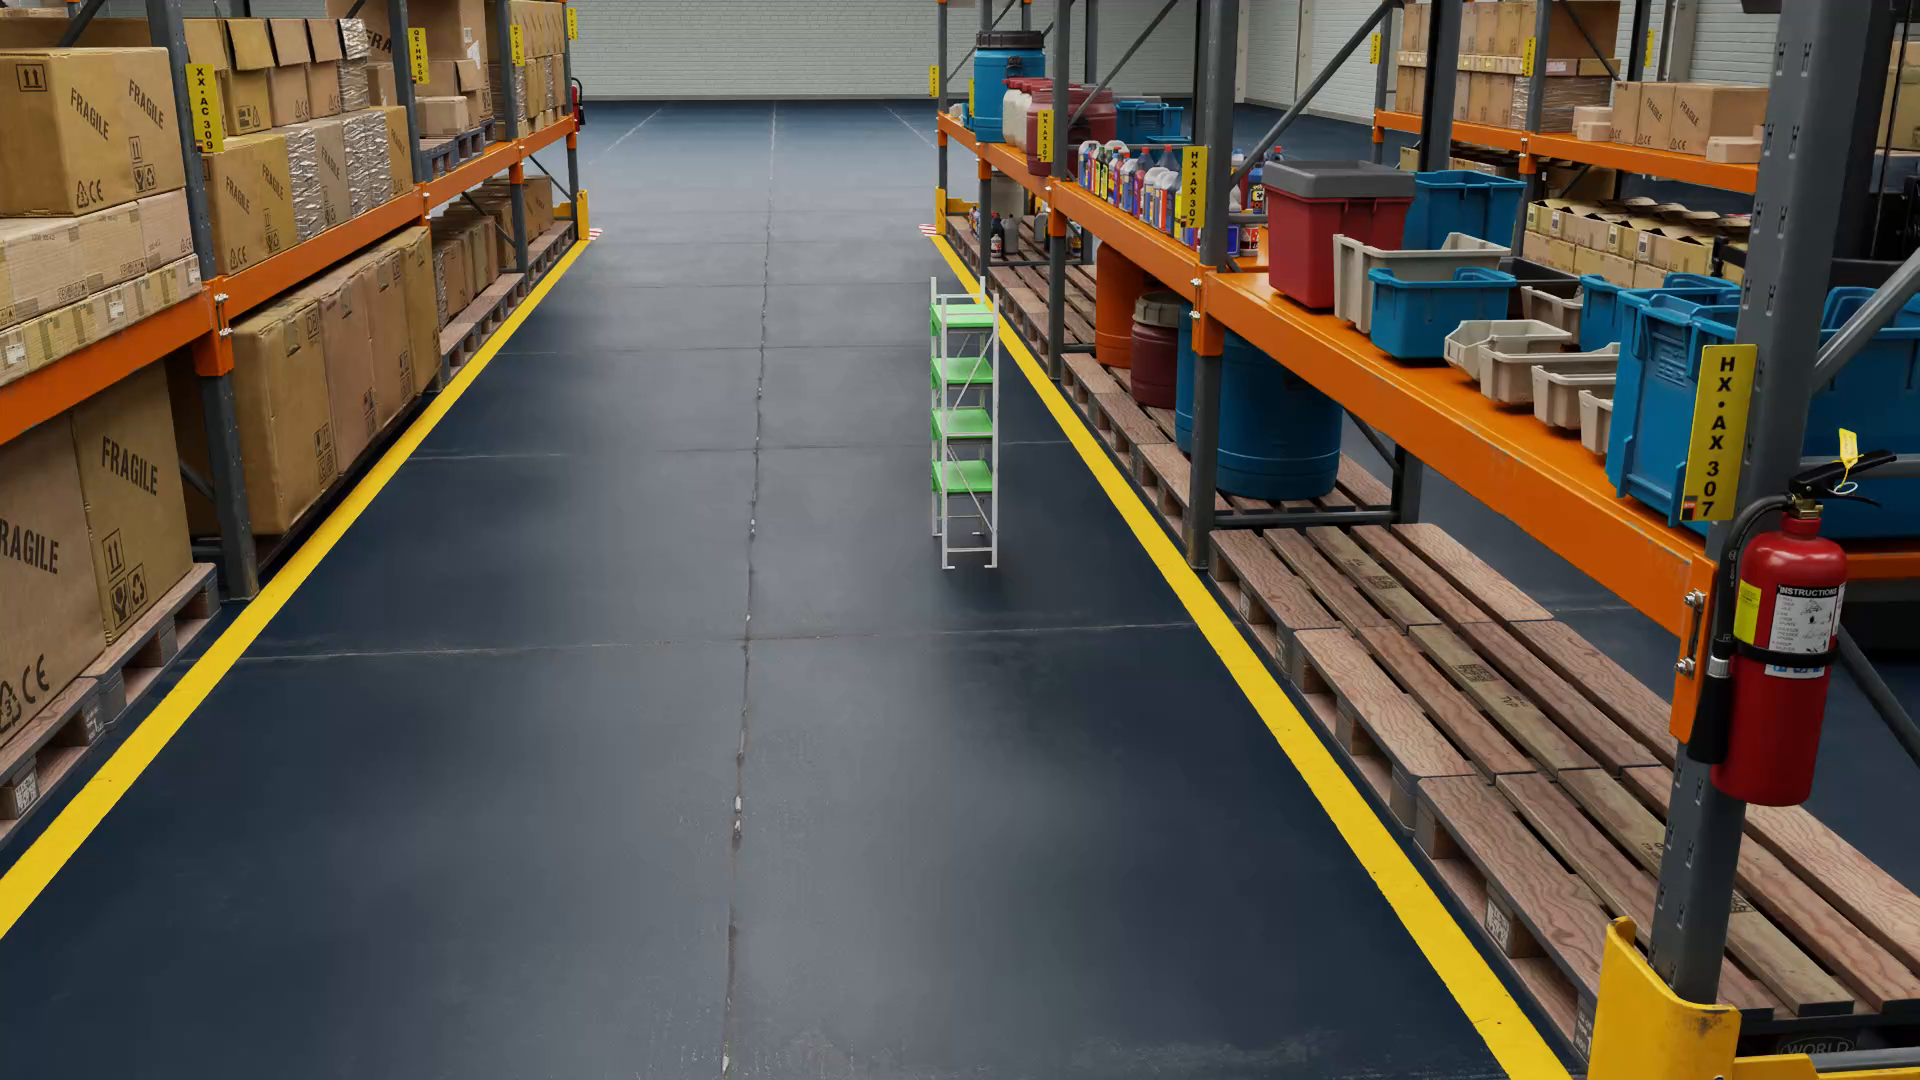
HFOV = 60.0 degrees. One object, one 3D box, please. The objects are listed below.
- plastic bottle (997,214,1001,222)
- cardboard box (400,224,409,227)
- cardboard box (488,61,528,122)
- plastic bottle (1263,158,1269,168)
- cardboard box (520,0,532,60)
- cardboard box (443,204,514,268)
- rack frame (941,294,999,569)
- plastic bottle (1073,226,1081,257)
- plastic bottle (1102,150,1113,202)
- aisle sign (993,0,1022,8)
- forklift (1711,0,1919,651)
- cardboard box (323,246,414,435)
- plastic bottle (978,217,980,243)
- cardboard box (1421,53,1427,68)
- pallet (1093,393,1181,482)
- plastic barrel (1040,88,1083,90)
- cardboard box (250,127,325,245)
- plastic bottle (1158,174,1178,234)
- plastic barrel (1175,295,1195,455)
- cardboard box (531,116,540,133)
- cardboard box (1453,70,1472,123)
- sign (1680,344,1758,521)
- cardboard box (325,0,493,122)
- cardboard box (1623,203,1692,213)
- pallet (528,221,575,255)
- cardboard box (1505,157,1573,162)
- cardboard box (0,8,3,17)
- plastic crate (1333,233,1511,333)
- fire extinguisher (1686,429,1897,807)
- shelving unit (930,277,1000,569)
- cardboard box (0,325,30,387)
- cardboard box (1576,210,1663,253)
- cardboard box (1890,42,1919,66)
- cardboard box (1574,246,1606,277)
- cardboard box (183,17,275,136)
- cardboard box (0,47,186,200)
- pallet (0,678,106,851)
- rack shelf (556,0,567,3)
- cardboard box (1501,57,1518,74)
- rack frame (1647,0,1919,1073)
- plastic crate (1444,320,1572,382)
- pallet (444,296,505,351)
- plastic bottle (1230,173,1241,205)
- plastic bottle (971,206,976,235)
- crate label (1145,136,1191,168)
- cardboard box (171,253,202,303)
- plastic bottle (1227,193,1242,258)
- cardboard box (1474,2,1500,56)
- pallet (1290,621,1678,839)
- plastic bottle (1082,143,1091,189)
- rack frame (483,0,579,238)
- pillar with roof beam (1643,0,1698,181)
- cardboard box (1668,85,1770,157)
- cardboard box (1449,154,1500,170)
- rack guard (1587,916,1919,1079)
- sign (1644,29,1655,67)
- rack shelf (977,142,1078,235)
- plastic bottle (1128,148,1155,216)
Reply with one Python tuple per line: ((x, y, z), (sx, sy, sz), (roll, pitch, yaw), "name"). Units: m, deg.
((0.372, -2.972, 15.935), (0.061, 0.283, 0.133), (-2, 18, -6), "plastic bottle")
((-3.934, -1.939, 11.034), (0.500, 0.250, 0.500), (-1, 17, -3), "cardboard box")
((-4.233, -3.883, 14.374), (0.875, 0.500, 0.500), (-2, 18, -6), "cardboard box")
((1.647, -1.919, 8.975), (0.061, 0.283, 0.133), (-2, 18, -6), "plastic bottle")
((-4.095, -4.515, 14.718), (0.500, 0.500, 0.500), (-2, 18, -6), "cardboard box")
((-4.250, -2.686, 14.696), (0.500, 0.500, 0.500), (-2, 18, -7), "cardboard box")
((0.042, -0.450, 7.109), (0.240, 1.200, 0.015), (-2, 18, -6), "rack frame")
((1.082, -2.727, 15.176), (0.097, 0.271, 0.097), (0, 17, 0), "plastic bottle")
((0.854, -2.076, 9.477), (0.061, 0.283, 0.133), (-2, 18, -6), "plastic bottle")
((0.554, -6.173, 17.992), (0.394, 0.787, 0.004), (-2, 18, -6), "aisle sign")
((3.888, -1.367, 7.137), (1.130, 2.935, 3.031), (2, 18, 6), "forklift")
((-3.701, -1.080, 8.956), (1.225, 0.875, 0.875), (-2, 18, -5), "cardboard box")
((0.259, -3.006, 16.056), (0.152, 0.276, 0.135), (-1, 17, -5), "plastic bottle")
((5.098, -5.060, 17.535), (0.380, 0.149, 0.250), (-2, 18, -6), "cardboard box")
((1.337, -0.592, 9.211), (1.003, 0.211, 1.213), (-2, 18, -6), "pallet")
((0.729, -2.997, 12.030), (0.421, 0.512, 0.421), (0, 17, 0), "plastic barrel")
((-3.326, -1.665, 7.807), (0.500, 0.500, 0.500), (-2, 18, -7), "cardboard box")
((1.052, -1.634, 8.082), (0.152, 0.276, 0.135), (-2, 18, -6), "plastic bottle")
((1.391, -0.900, 8.337), (0.600, 0.901, 0.708), (-2, 18, -6), "plastic barrel")
((-4.057, -3.809, 15.223), (0.380, 0.149, 0.250), (-2, 18, -6), "cardboard box")
((5.391, -4.501, 16.840), (0.700, 0.500, 0.500), (-1, 17, -4), "cardboard box")
((1.371, -0.191, 3.006), (0.100, 0.325, 0.005), (-2, 18, -6), "sign")
((-4.305, -3.803, 13.080), (1.000, 1.000, 1.000), (-2, 18, -5), "cardboard box")
((5.993, -2.752, 14.388), (0.500, 0.311, 0.500), (-1, 17, -4), "cardboard box")
((-4.604, -3.153, 17.368), (1.003, 0.211, 1.213), (-2, 18, -6), "pallet")
((5.766, -3.554, 16.628), (0.500, 0.500, 0.500), (-2, 18, -6), "cardboard box")
((-9.350, -4.615, 15.316), (0.875, 0.550, 0.500), (-2, 18, -6), "cardboard box")
((1.478, -0.838, 5.438), (0.437, 0.282, 0.530), (-2, 18, -6), "plastic crate")
((1.480, 0.139, 2.980), (0.296, 0.674, 0.183), (-2, 18, -6), "fire extinguisher")
((0.017, -0.523, 7.340), (0.258, 1.200, 0.503), (-2, 18, -6), "shelving unit")
((-2.908, -0.515, 4.728), (0.380, 0.149, 0.250), (-1, 17, -5), "cardboard box")
((5.502, -2.584, 13.854), (0.500, 0.311, 0.500), (-2, 18, -7), "cardboard box")
((10.024, -4.897, 17.234), (0.500, 0.500, 0.500), (-1, 17, -4), "cardboard box")
((5.509, -2.316, 13.937), (0.500, 0.250, 0.500), (-2, 18, -7), "cardboard box")
((-3.556, -2.095, 7.501), (0.797, 0.503, 0.637), (-2, 17, -5), "cardboard box")
((-3.110, -1.473, 5.864), (0.500, 0.500, 0.500), (-1, 17, -4), "cardboard box")
((-3.293, 0.750, 4.937), (1.003, 0.211, 1.213), (-2, 18, -6), "pallet")
((-4.454, -5.241, 15.557), (1.077, 0.370, 4.000), (-2, 18, -6), "rack shelf")
((5.312, -4.446, 15.580), (0.380, 0.149, 0.250), (-2, 18, -7), "cardboard box")
((1.913, -0.135, 3.100), (0.949, 2.616, 0.053), (-2, 18, -6), "rack frame")
((1.534, -0.532, 4.704), (0.298, 0.136, 0.250), (-2, 18, -6), "plastic crate")
((-4.037, -1.631, 12.519), (1.003, 0.211, 1.213), (-2, 18, -6), "pallet")
((1.227, -1.572, 7.758), (0.144, 0.351, 0.185), (-2, 18, -6), "plastic bottle")
((0.148, -3.198, 16.657), (0.061, 0.283, 0.133), (-1, 17, -5), "plastic bottle")
((1.420, -2.576, 11.154), (0.303, 0.233, 0.416), (-2, 18, -6), "crate label")
((-3.066, -0.973, 6.189), (0.380, 0.149, 0.250), (-2, 18, -5), "cardboard box")
((1.141, -1.375, 7.257), (0.152, 0.276, 0.135), (-2, 18, -6), "plastic bottle")
((5.449, -4.961, 16.138), (0.700, 0.500, 0.500), (-2, 18, -6), "cardboard box")
((1.747, 0.586, 5.459), (1.003, 0.211, 1.213), (-2, 18, -6), "pallet")
((0.799, -2.283, 10.156), (0.097, 0.271, 0.097), (0, 17, 0), "plastic bottle")
((-4.661, -4.749, 17.797), (1.000, 3.000, 0.127), (-2, 18, -6), "rack frame")
((6.152, -9.543, 23.052), (9.100, 9.000, 0.400), (-2, 18, -6), "pillar with roof beam")
((5.829, -3.218, 12.752), (0.500, 0.500, 0.500), (-3, 18, -9), "cardboard box")
((5.179, -3.687, 17.050), (0.500, 0.500, 0.500), (-2, 18, -6), "cardboard box")
((1.932, 1.064, 3.453), (1.175, 0.500, 0.348), (-2, 18, -6), "rack guard")
((6.145, -4.397, 14.873), (0.100, 0.325, 0.005), (-2, 18, -6), "sign")
((0.885, -2.771, 12.698), (1.077, 0.370, 4.000), (-2, 18, -6), "rack shelf")
((0.970, -1.895, 8.789), (0.144, 0.351, 0.185), (-2, 18, -6), "plastic bottle")
